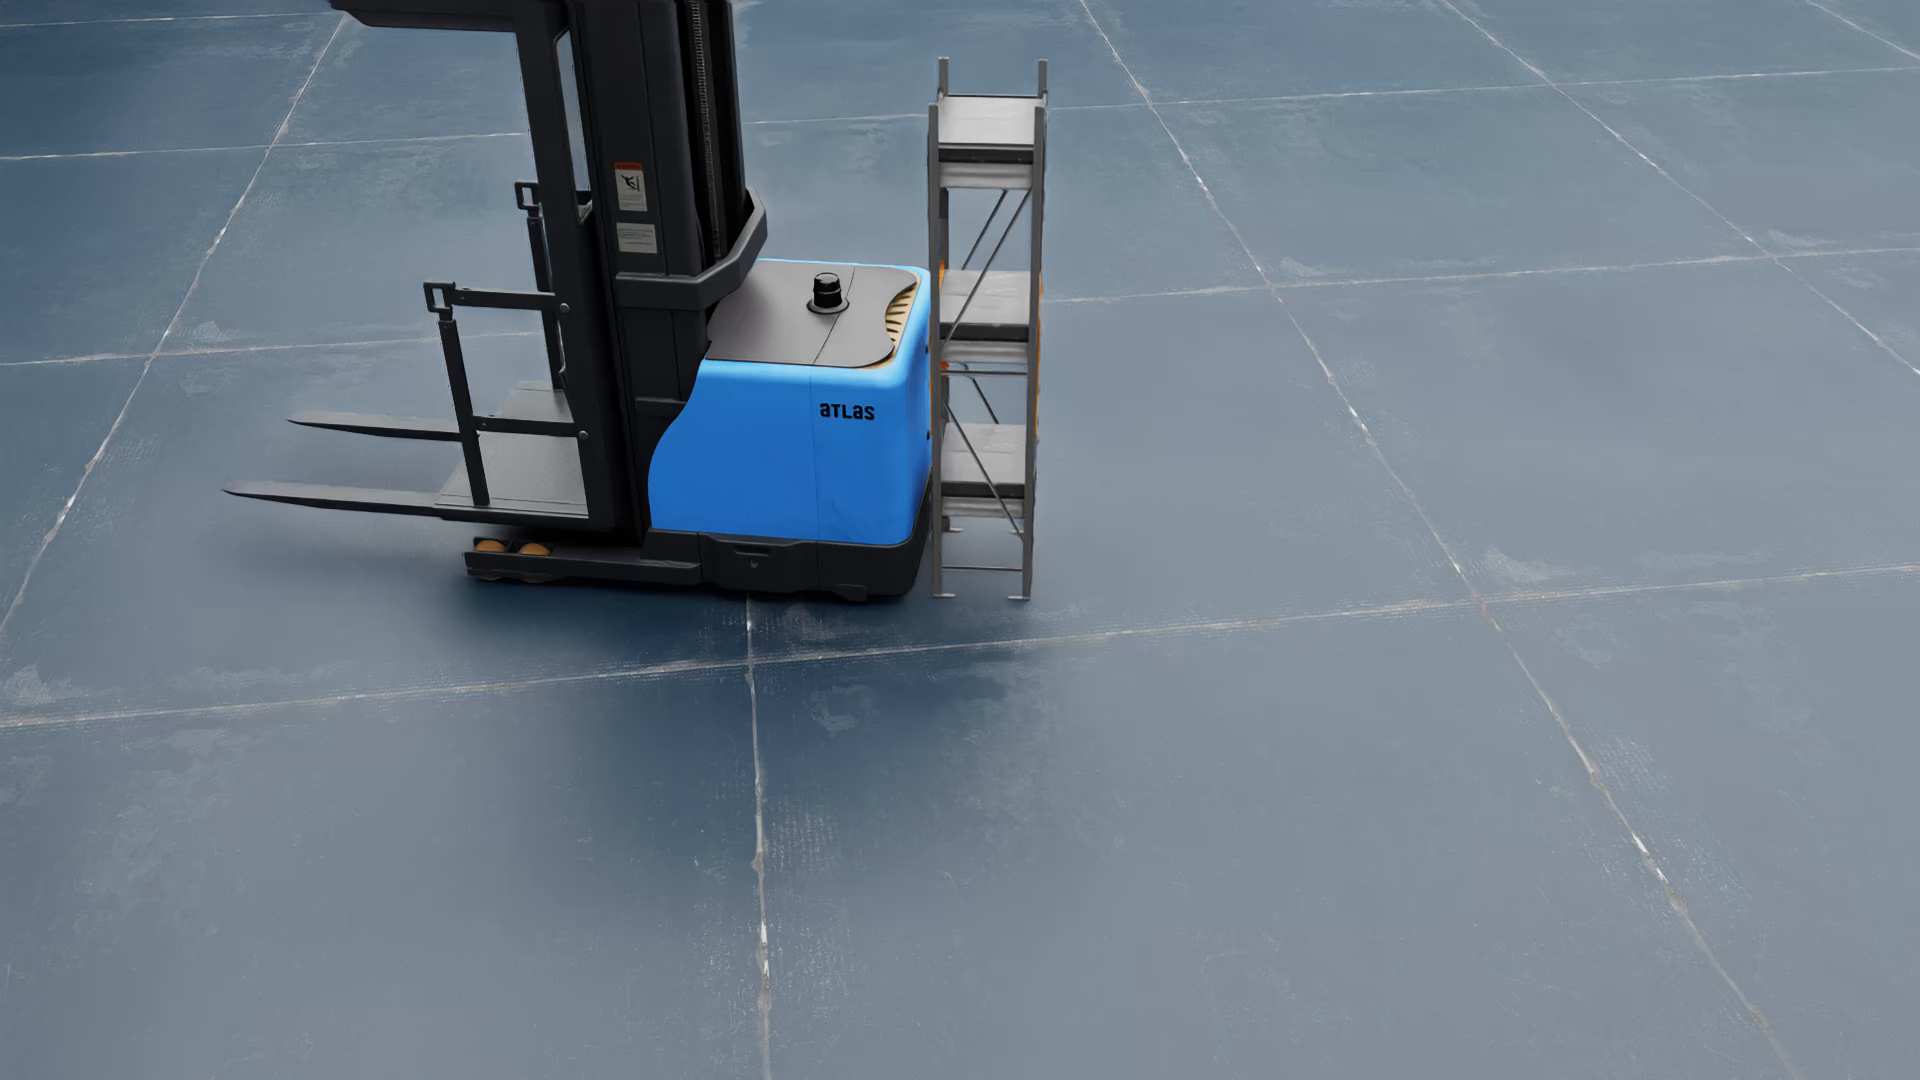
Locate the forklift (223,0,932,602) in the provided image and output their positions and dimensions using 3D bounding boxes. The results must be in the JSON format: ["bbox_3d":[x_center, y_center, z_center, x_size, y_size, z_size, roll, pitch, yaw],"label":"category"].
[{"bbox_3d":[-1.636,-1.319,6.582,3.031,2.935,1.130,4,34,6],"label":"forklift"}]

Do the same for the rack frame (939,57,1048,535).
[{"bbox_3d":[0.122,-0.901,6.706,0.400,2.100,0.015,2,34,3],"label":"rack frame"}]

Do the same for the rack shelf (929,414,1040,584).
[{"bbox_3d":[0.106,-0.174,6.908,0.431,0.518,0.480,2,34,3],"label":"rack shelf"}]

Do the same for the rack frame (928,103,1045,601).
[{"bbox_3d":[0.091,-0.626,6.304,0.400,2.100,0.015,2,34,3],"label":"rack frame"}]

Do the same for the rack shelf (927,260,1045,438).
[{"bbox_3d":[0.106,-0.752,6.513,0.431,0.518,0.480,2,34,3],"label":"rack shelf"}]

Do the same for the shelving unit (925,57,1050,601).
[{"bbox_3d":[0.106,-0.763,6.505,0.431,2.100,0.503,2,34,3],"label":"shelving unit"}]

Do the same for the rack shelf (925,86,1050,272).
[{"bbox_3d":[0.107,-1.330,6.118,0.431,0.518,0.480,2,34,3],"label":"rack shelf"}]
